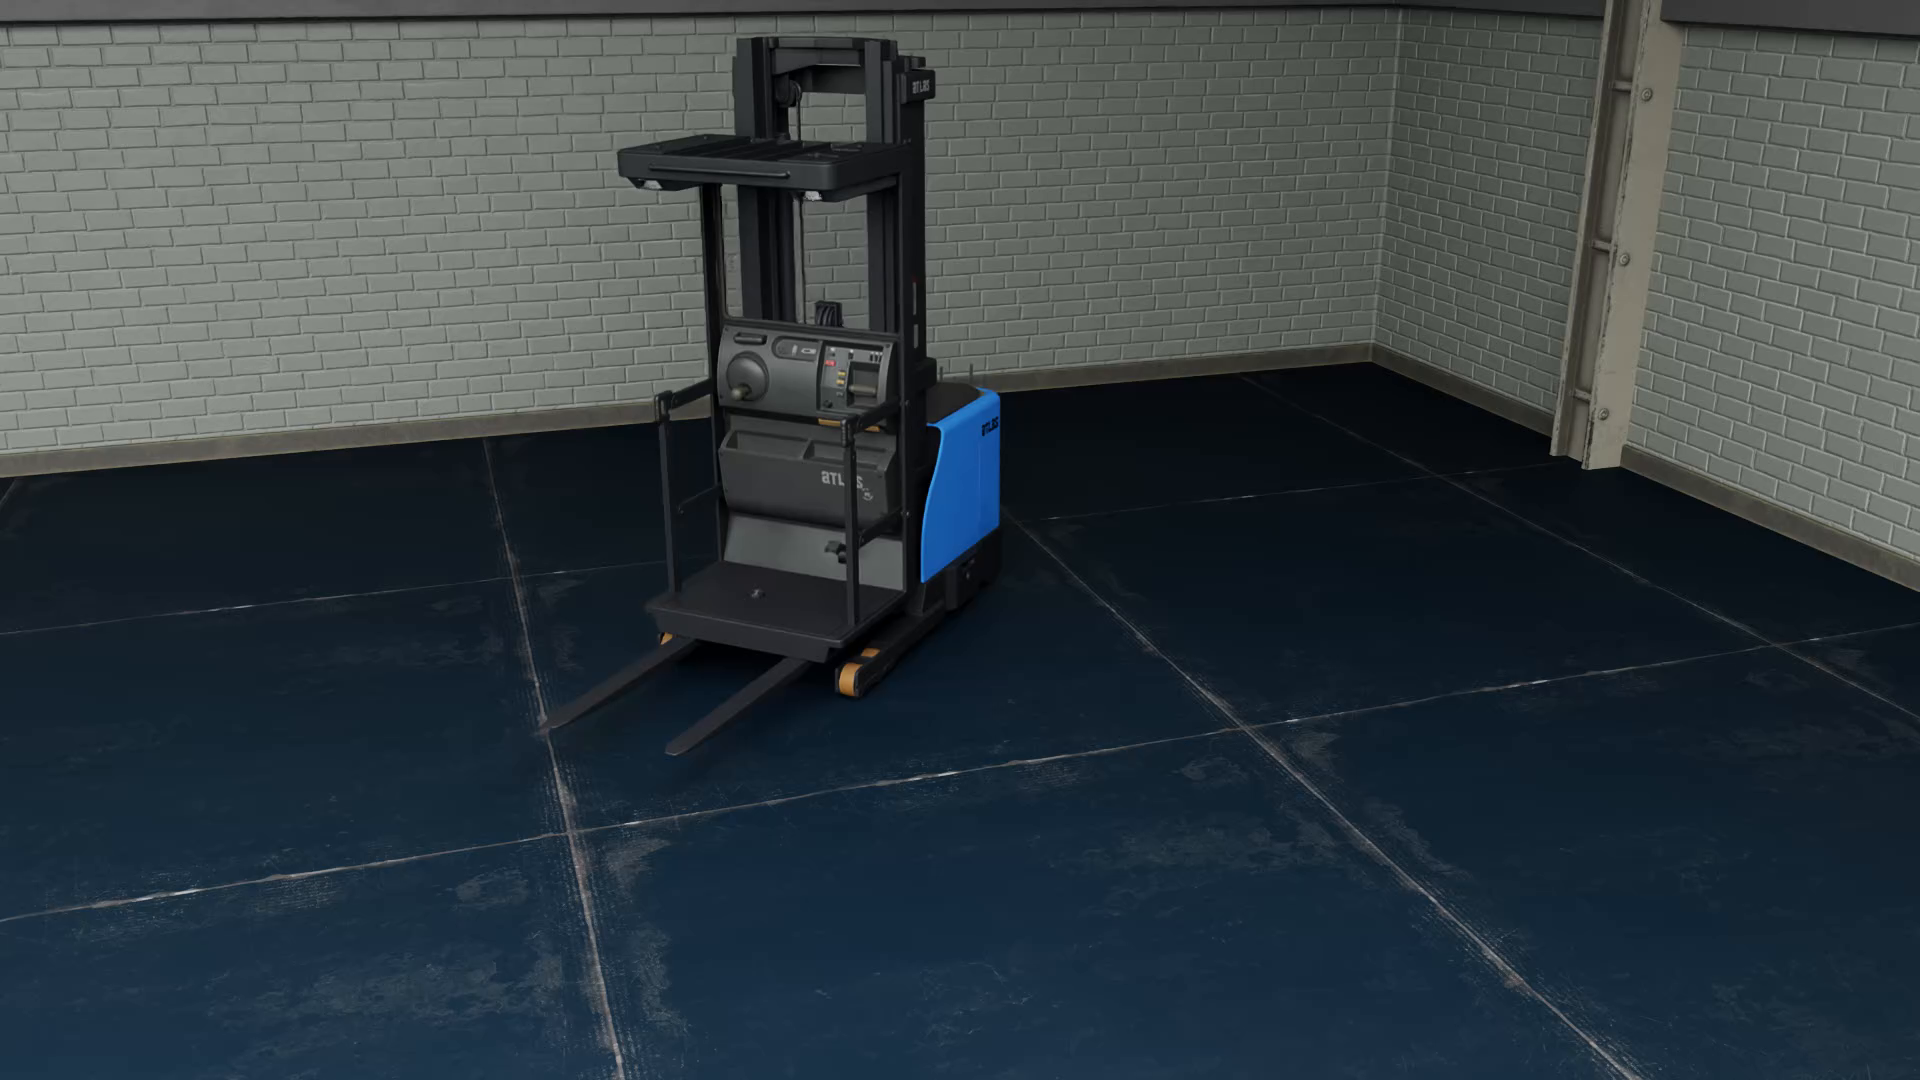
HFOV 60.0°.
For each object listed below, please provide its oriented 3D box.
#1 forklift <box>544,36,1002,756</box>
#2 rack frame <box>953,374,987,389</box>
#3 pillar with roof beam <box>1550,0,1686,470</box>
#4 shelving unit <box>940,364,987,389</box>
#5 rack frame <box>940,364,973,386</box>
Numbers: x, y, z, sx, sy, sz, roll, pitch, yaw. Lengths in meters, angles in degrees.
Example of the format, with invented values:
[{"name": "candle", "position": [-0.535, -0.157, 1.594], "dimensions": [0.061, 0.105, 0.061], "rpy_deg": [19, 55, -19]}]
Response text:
[{"name": "forklift", "position": [-0.837, -0.801, 7.810], "dimensions": [1.130, 2.935, 3.031], "rpy_deg": [9, 22, 23]}, {"name": "rack frame", "position": [0.055, -0.438, 9.582], "dimensions": [0.200, 1.050, 0.008], "rpy_deg": [-6, 21, -17]}, {"name": "pillar with roof beam", "position": [0.227, -4.332, 8.664], "dimensions": [9.100, 9.000, 0.400], "rpy_deg": [-6, 21, -17]}, {"name": "shelving unit", "position": [0.017, -0.477, 9.691], "dimensions": [0.215, 1.050, 0.252], "rpy_deg": [-6, 21, -17]}, {"name": "rack frame", "position": [-0.022, -0.516, 9.800], "dimensions": [0.200, 1.050, 0.008], "rpy_deg": [-6, 21, -17]}]
